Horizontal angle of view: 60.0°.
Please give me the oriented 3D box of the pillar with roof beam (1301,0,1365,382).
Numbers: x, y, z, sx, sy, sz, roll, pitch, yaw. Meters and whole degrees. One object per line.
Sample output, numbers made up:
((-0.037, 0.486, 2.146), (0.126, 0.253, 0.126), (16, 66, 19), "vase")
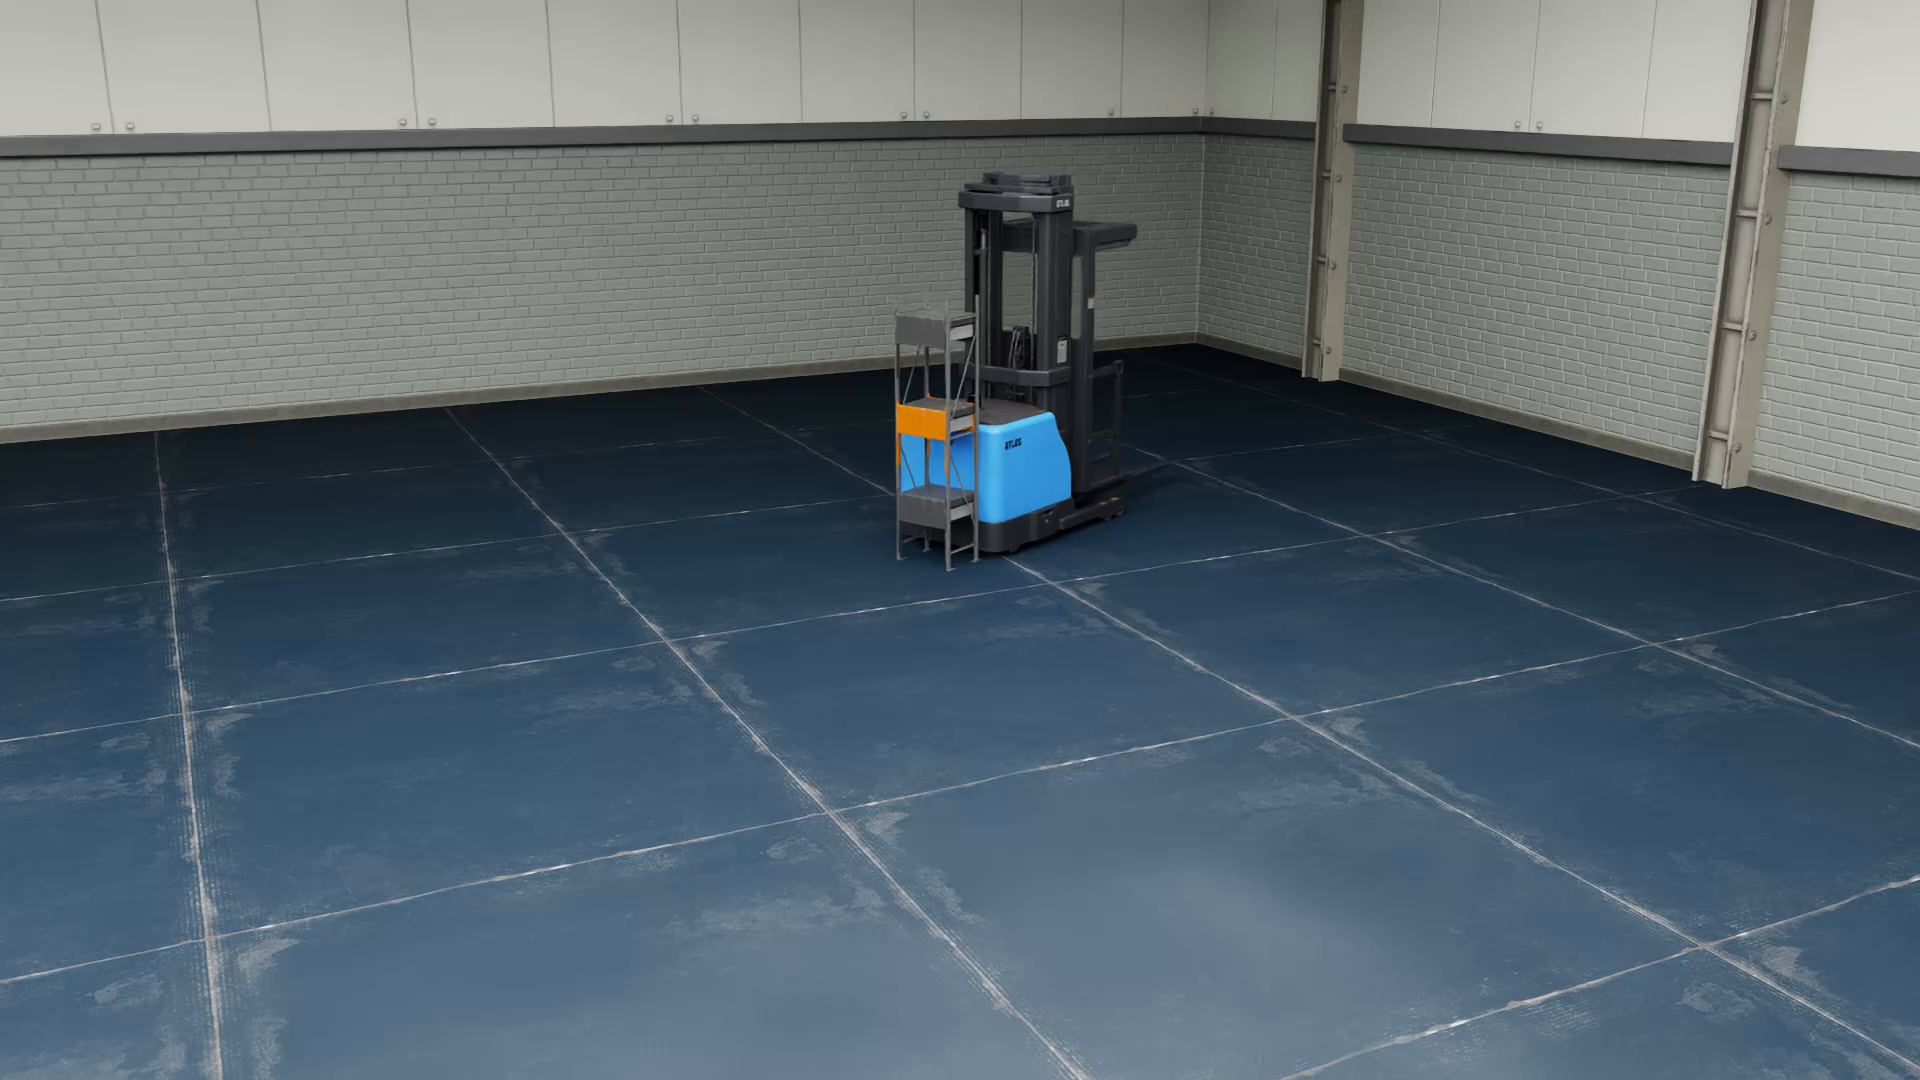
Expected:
((0.648, -5.833, 17.763), (9.100, 9.000, 0.400), (-8, 18, -25), "pillar with roof beam")

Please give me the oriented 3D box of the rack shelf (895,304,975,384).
((-0.177, -1.504, 12.695), (0.480, 0.518, 0.431), (12, 20, 35), "rack shelf")

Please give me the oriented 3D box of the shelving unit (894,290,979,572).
((-0.177, -0.844, 12.884), (0.503, 2.100, 0.431), (12, 20, 35), "shelving unit")

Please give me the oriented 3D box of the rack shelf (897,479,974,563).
((-0.177, -0.158, 13.081), (0.480, 0.518, 0.431), (12, 20, 35), "rack shelf")

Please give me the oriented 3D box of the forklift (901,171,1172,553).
((0.792, -1.648, 14.180), (1.130, 2.935, 3.031), (12, 20, 36), "forklift")

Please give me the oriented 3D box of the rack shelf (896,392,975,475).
((-0.177, -0.831, 12.888), (0.480, 0.518, 0.431), (12, 20, 35), "rack shelf")

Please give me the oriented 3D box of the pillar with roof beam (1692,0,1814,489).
((3.276, -4.345, 12.578), (9.100, 9.000, 0.400), (-8, 18, -25), "pillar with roof beam")

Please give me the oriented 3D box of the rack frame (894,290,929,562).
((-0.373, -0.884, 13.024), (0.015, 2.100, 0.400), (12, 20, 35), "rack frame")

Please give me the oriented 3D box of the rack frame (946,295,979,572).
((0.019, -0.804, 12.745), (0.015, 2.100, 0.400), (12, 20, 35), "rack frame")
